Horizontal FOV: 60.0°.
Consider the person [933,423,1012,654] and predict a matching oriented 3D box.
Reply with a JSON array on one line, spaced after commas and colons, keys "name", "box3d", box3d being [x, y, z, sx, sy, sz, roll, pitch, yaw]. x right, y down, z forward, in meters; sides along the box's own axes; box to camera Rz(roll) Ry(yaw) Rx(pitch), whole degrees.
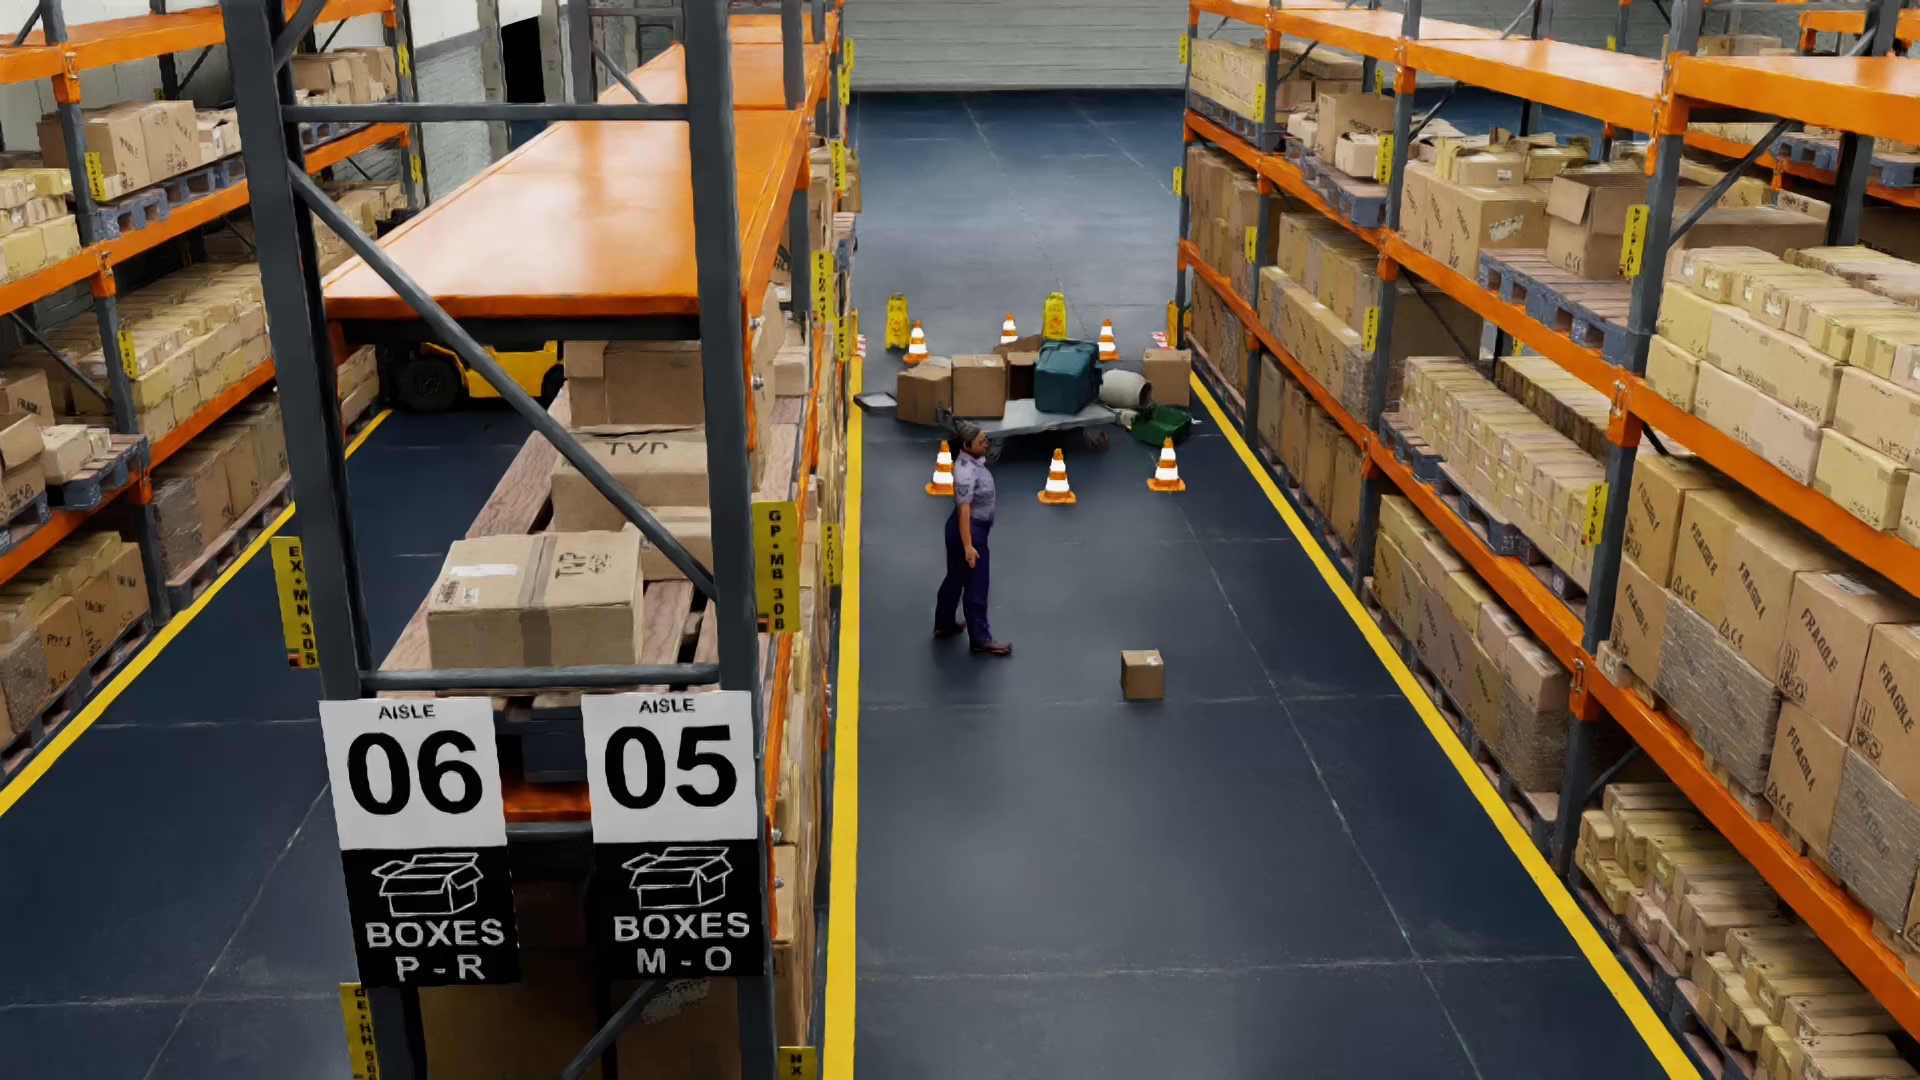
[{"name": "person", "box3d": [0.088, -0.025, 11.641, 0.569, 1.624, 0.671, 0, 21, 1]}]
